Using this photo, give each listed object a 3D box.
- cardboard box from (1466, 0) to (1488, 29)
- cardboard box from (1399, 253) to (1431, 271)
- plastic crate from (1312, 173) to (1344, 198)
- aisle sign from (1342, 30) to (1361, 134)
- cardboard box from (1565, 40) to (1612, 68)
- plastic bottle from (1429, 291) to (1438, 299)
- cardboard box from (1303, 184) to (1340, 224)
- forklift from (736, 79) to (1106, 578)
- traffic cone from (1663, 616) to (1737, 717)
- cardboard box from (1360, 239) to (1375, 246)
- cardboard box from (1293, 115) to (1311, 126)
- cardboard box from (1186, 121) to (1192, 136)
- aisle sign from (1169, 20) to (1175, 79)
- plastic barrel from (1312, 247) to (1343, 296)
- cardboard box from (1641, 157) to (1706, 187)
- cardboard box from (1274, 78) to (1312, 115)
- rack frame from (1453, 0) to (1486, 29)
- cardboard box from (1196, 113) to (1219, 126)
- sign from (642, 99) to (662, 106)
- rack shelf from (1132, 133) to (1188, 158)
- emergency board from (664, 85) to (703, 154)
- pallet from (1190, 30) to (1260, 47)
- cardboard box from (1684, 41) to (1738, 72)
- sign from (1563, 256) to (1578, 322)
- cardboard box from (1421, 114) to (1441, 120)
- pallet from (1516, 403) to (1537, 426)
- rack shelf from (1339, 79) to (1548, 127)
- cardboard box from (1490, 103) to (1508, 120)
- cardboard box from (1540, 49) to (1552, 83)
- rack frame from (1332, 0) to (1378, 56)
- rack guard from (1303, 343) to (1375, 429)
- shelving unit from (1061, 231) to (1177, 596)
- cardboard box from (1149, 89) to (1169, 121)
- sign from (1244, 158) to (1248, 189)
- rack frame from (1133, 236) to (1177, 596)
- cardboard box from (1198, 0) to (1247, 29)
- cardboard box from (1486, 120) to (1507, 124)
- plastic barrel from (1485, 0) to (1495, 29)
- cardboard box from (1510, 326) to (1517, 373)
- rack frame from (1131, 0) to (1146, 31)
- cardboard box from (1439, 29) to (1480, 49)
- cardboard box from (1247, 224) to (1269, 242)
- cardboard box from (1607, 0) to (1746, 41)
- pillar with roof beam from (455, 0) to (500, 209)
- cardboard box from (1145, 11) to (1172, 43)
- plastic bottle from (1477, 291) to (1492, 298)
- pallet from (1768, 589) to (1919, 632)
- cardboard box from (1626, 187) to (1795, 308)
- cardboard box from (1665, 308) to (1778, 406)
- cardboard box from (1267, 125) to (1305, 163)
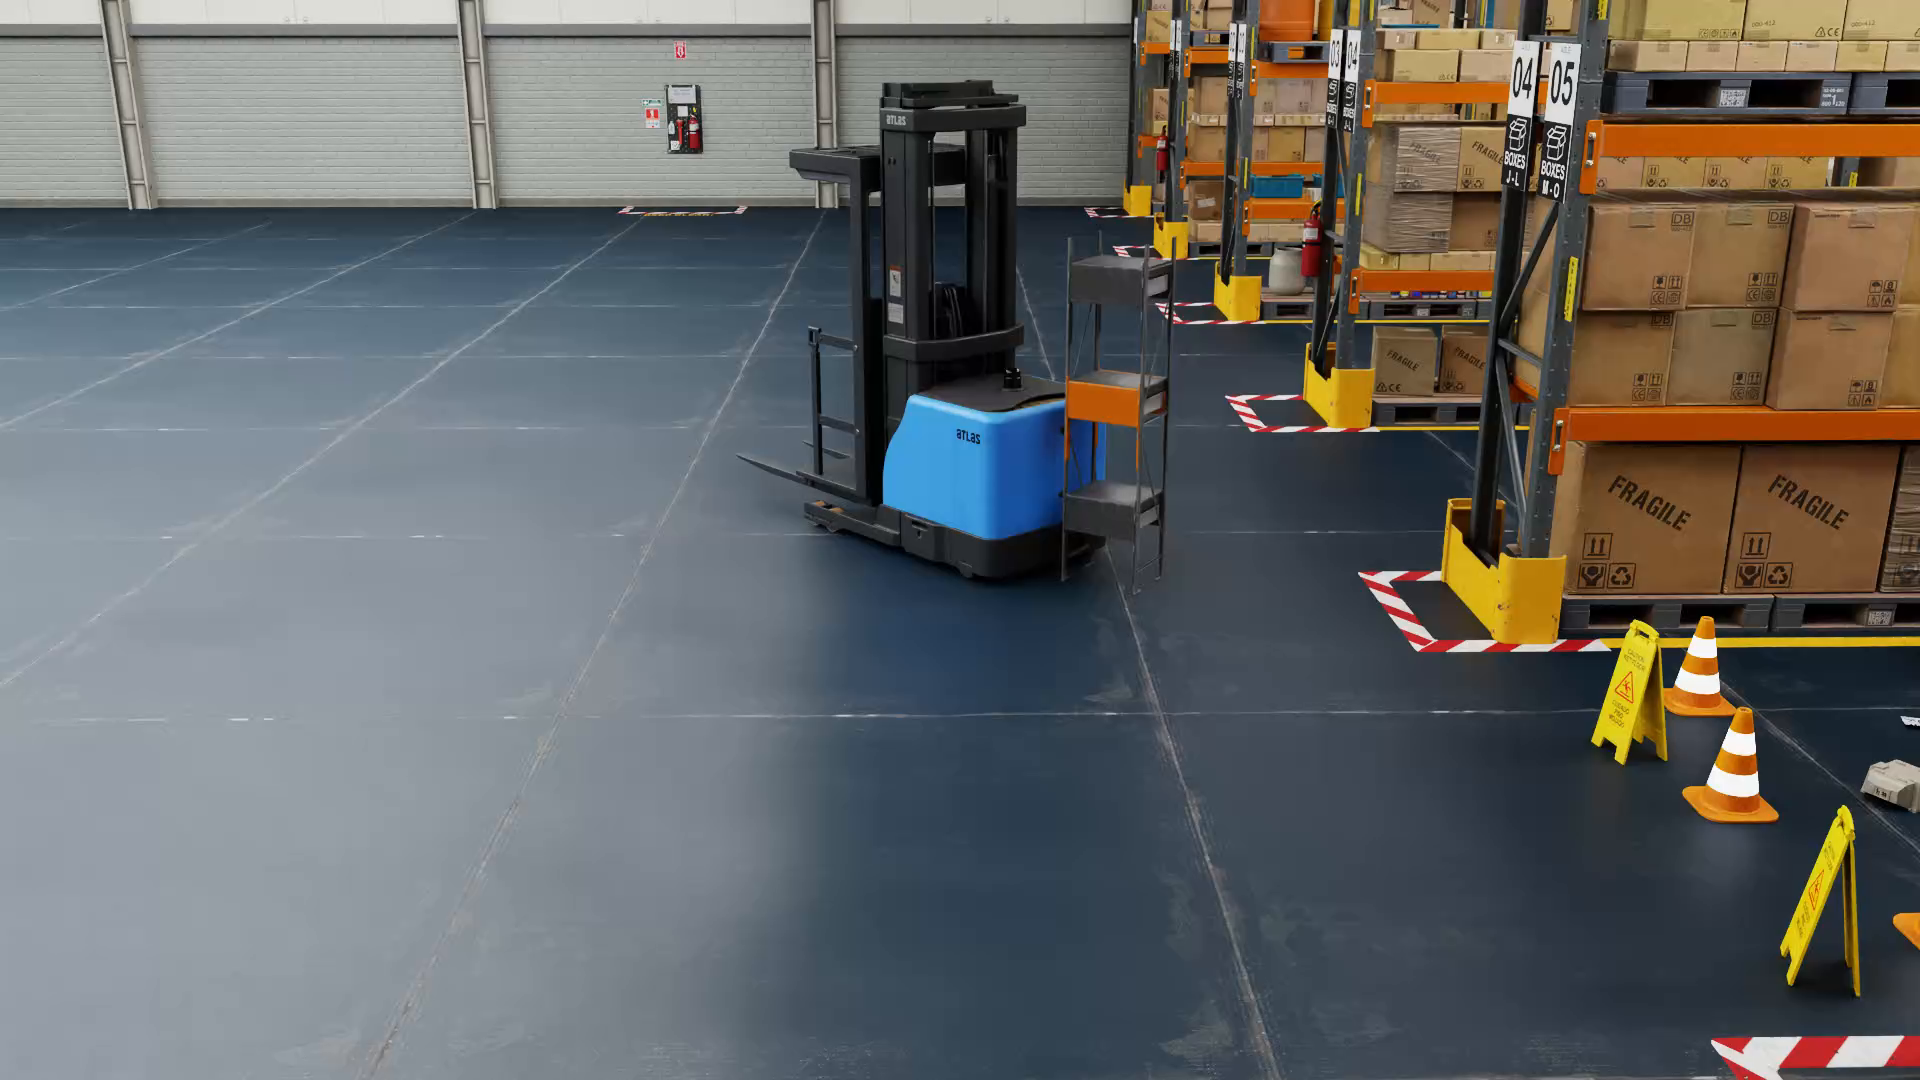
[{"bbox_3d":[8.750,-8.761,27.685,0.500,0.500,0.500,-1,18,-3],"label":"cardboard box"},{"bbox_3d":[3.743,-2.347,13.865,0.250,0.149,0.380,0,18,-1],"label":"cardboard box"},{"bbox_3d":[4.271,-4.080,19.099,0.408,0.251,0.499,0,18,-1],"label":"plastic crate"},{"bbox_3d":[3.146,-3.689,13.380,0.004,0.787,0.394,0,18,-1],"label":"aisle sign"},{"bbox_3d":[3.508,-2.689,9.168,0.250,0.149,0.380,0,18,-1],"label":"cardboard box"},{"bbox_3d":[5.386,-2.882,18.866,0.097,0.271,0.097,0,18,0],"label":"plastic bottle"},{"bbox_3d":[5.091,-4.757,23.553,0.500,0.500,0.500,0,18,-1],"label":"cardboard box"},{"bbox_3d":[-0.411,-1.539,11.046,1.130,2.935,3.031,-15,23,-39],"label":"forklift"},{"bbox_3d":[3.734,0.612,8.383,0.334,0.463,0.336,0,18,-1],"label":"traffic cone"},{"bbox_3d":[3.485,-2.488,14.303,0.250,0.149,0.380,0,18,-1],"label":"cardboard box"},{"bbox_3d":[4.734,-5.868,23.203,0.250,0.149,0.380,-1,18,-2],"label":"cardboard box"},{"bbox_3d":[3.981,-6.932,27.958,0.500,0.250,0.500,-1,18,-3],"label":"cardboard box"},{"bbox_3d":[2.981,-6.896,23.377,0.004,0.787,0.394,0,18,-1],"label":"aisle sign"},{"bbox_3d":[4.283,-3.100,19.185,0.421,0.512,0.421,0,18,0],"label":"plastic barrel"},{"bbox_3d":[5.758,-3.136,13.626,0.500,0.500,0.500,0,18,-1],"label":"cardboard box"},{"bbox_3d":[4.601,-6.239,23.299,0.500,0.500,0.700,0,18,-1],"label":"cardboard box"},{"bbox_3d":[7.050,-8.444,22.639,0.127,3.000,1.000,0,18,-1],"label":"rack frame"},{"bbox_3d":[3.447,-5.861,23.182,0.250,0.149,0.380,0,18,-1],"label":"cardboard box"},{"bbox_3d":[-5.365,-7.615,28.950,0.331,0.109,0.001,0,18,-1],"label":"sign"},{"bbox_3d":[4.969,-6.748,28.352,4.000,0.370,1.077,0,18,-1],"label":"rack shelf"},{"bbox_3d":[-4.815,-7.320,28.955,0.643,1.169,0.194,0,18,-1],"label":"emergency board"},{"bbox_3d":[3.758,-6.950,23.037,1.213,0.211,1.003,0,18,-1],"label":"pallet"},{"bbox_3d":[3.784,-2.489,8.545,0.250,0.149,0.380,0,18,0],"label":"cardboard box"},{"bbox_3d":[3.184,-1.308,8.667,0.005,0.325,0.100,0,18,-1],"label":"sign"},{"bbox_3d":[6.535,-5.877,23.231,0.250,0.149,0.380,-1,18,-2],"label":"cardboard box"},{"bbox_3d":[5.309,-1.214,14.485,1.213,0.211,1.003,0,18,-1],"label":"pallet"},{"bbox_3d":[5.203,-3.638,13.746,4.000,0.370,1.077,0,18,-1],"label":"rack shelf"},{"bbox_3d":[9.253,-7.359,28.193,0.500,0.500,0.700,0,18,-1],"label":"cardboard box"},{"bbox_3d":[4.700,-3.829,13.407,0.500,0.250,0.500,0,18,-1],"label":"cardboard box"},{"bbox_3d":[3.204,-5.399,13.147,0.127,3.000,1.000,0,18,-1],"label":"rack frame"},{"bbox_3d":[3.280,-1.353,14.447,0.348,0.500,1.175,0,18,-1],"label":"rack guard"},{"bbox_3d":[0.944,-0.757,9.969,0.503,2.100,0.431,11,21,30],"label":"shelving unit"},{"bbox_3d":[3.451,-7.287,27.838,0.500,0.500,0.500,0,18,-1],"label":"cardboard box"},{"bbox_3d":[3.130,-4.019,18.213,0.005,0.325,0.100,0,18,-1],"label":"sign"},{"bbox_3d":[1.152,-0.718,9.847,0.015,2.100,0.400,11,21,30],"label":"rack frame"},{"bbox_3d":[3.626,-7.314,22.941,0.637,0.503,0.797,1,18,3],"label":"cardboard box"},{"bbox_3d":[4.749,-3.292,14.112,0.500,0.500,0.500,0,18,-1],"label":"cardboard box"},{"bbox_3d":[6.128,-5.970,18.328,0.708,0.901,0.600,0,18,-1],"label":"plastic barrel"},{"bbox_3d":[5.052,-1.561,14.408,0.500,0.500,0.500,1,18,4],"label":"cardboard box"},{"bbox_3d":[2.969,-9.938,27.295,0.127,3.000,1.000,0,18,-1],"label":"rack frame"},{"bbox_3d":[3.994,-4.031,13.384,0.250,0.149,0.380,-1,18,-2],"label":"cardboard box"},{"bbox_3d":[4.091,-4.397,23.659,0.500,0.250,0.500,0,18,-1],"label":"cardboard box"},{"bbox_3d":[3.667,-2.698,8.543,0.500,0.250,0.500,0,18,-1],"label":"cardboard box"},{"bbox_3d":[-8.275,-8.833,23.850,0.400,9.000,9.100,0,18,-1],"label":"pillar with roof beam"},{"bbox_3d":[3.307,-8.492,27.502,0.500,0.500,0.500,0,18,1],"label":"cardboard box"},{"bbox_3d":[5.971,-2.929,18.885,0.185,0.351,0.144,0,18,-1],"label":"plastic bottle"},{"bbox_3d":[5.196,0.268,9.868,1.213,0.211,1.003,0,18,-1],"label":"pallet"},{"bbox_3d":[4.101,-1.634,9.217,0.550,0.550,0.875,0,18,-1],"label":"cardboard box"},{"bbox_3d":[4.101,-1.124,9.395,0.550,0.550,0.875,0,18,-1],"label":"cardboard box"},{"bbox_3d":[4.540,-5.619,23.489,0.500,0.500,0.700,0,18,0],"label":"cardboard box"}]
